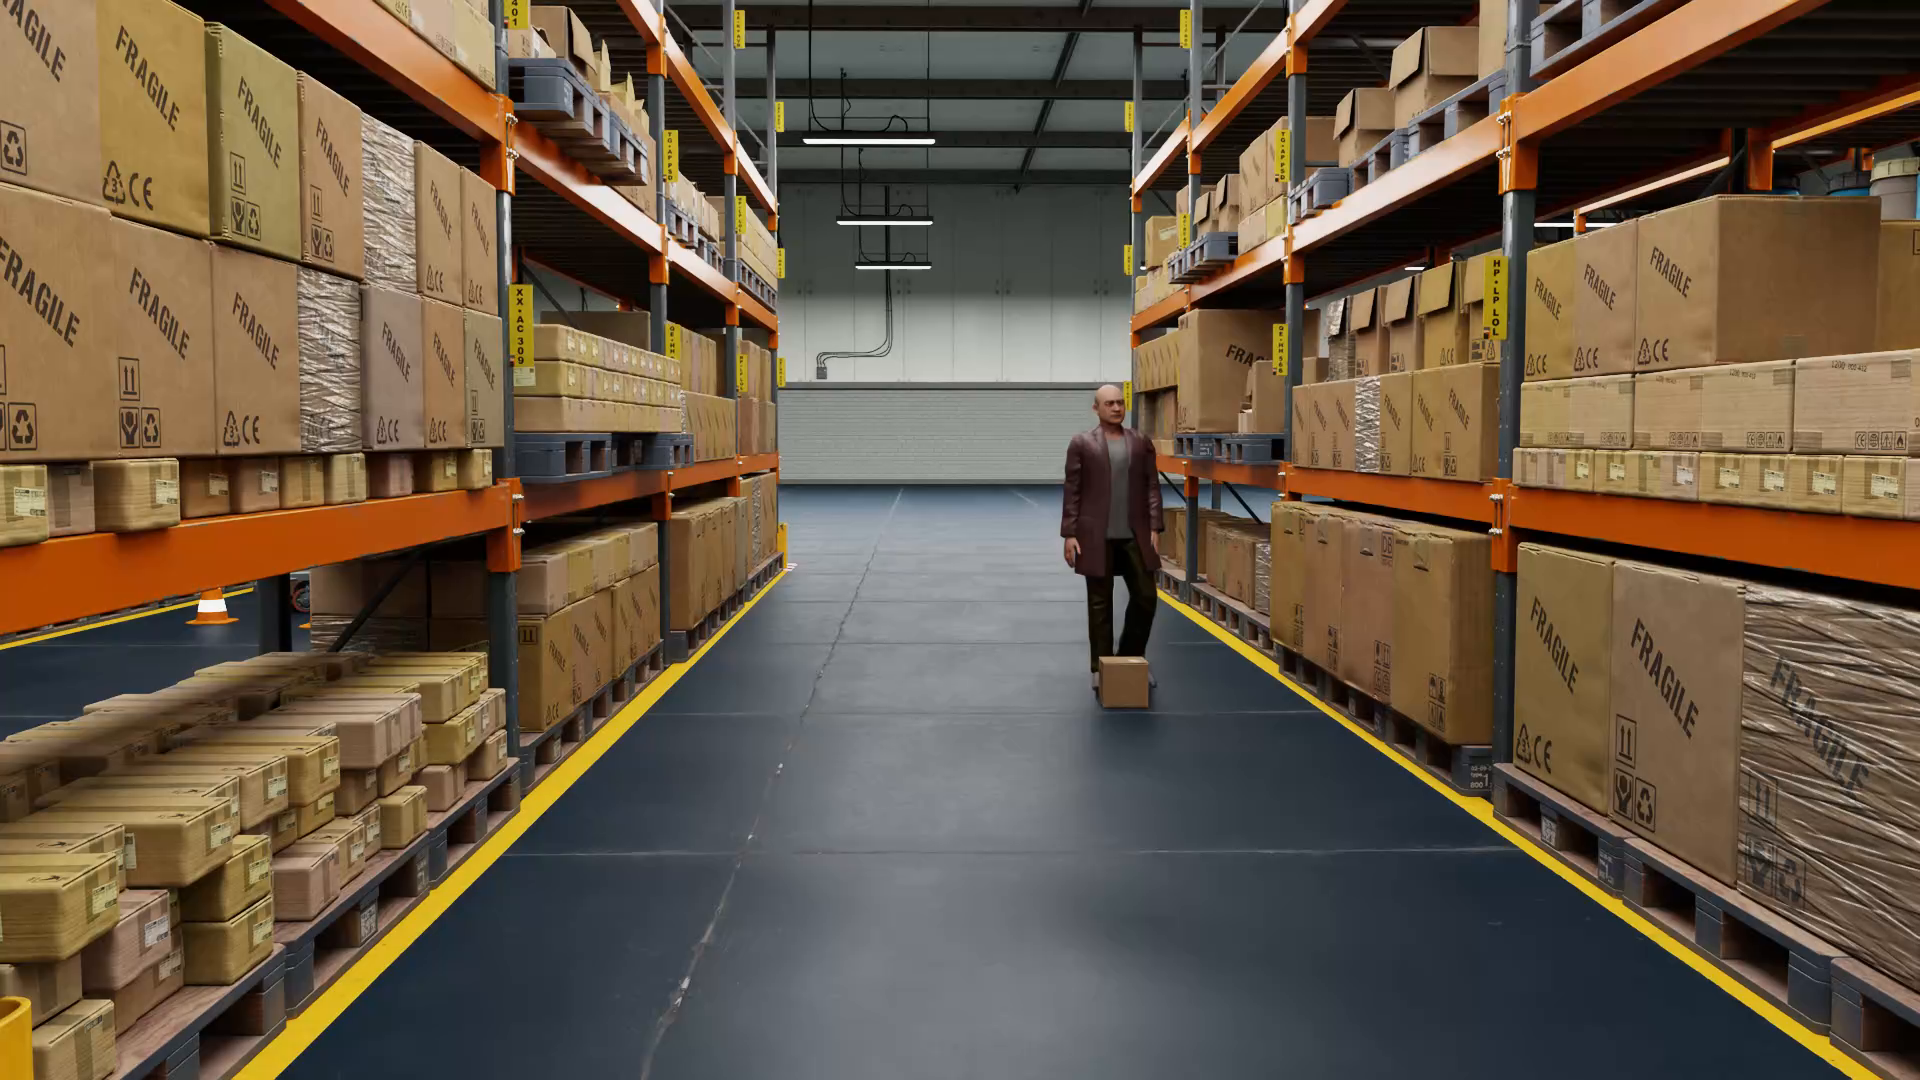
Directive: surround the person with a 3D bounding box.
[{"bbox_3d":[0.892,-0.020,9.767,0.616,1.779,0.494,0,4,-6],"label":"person"}]
